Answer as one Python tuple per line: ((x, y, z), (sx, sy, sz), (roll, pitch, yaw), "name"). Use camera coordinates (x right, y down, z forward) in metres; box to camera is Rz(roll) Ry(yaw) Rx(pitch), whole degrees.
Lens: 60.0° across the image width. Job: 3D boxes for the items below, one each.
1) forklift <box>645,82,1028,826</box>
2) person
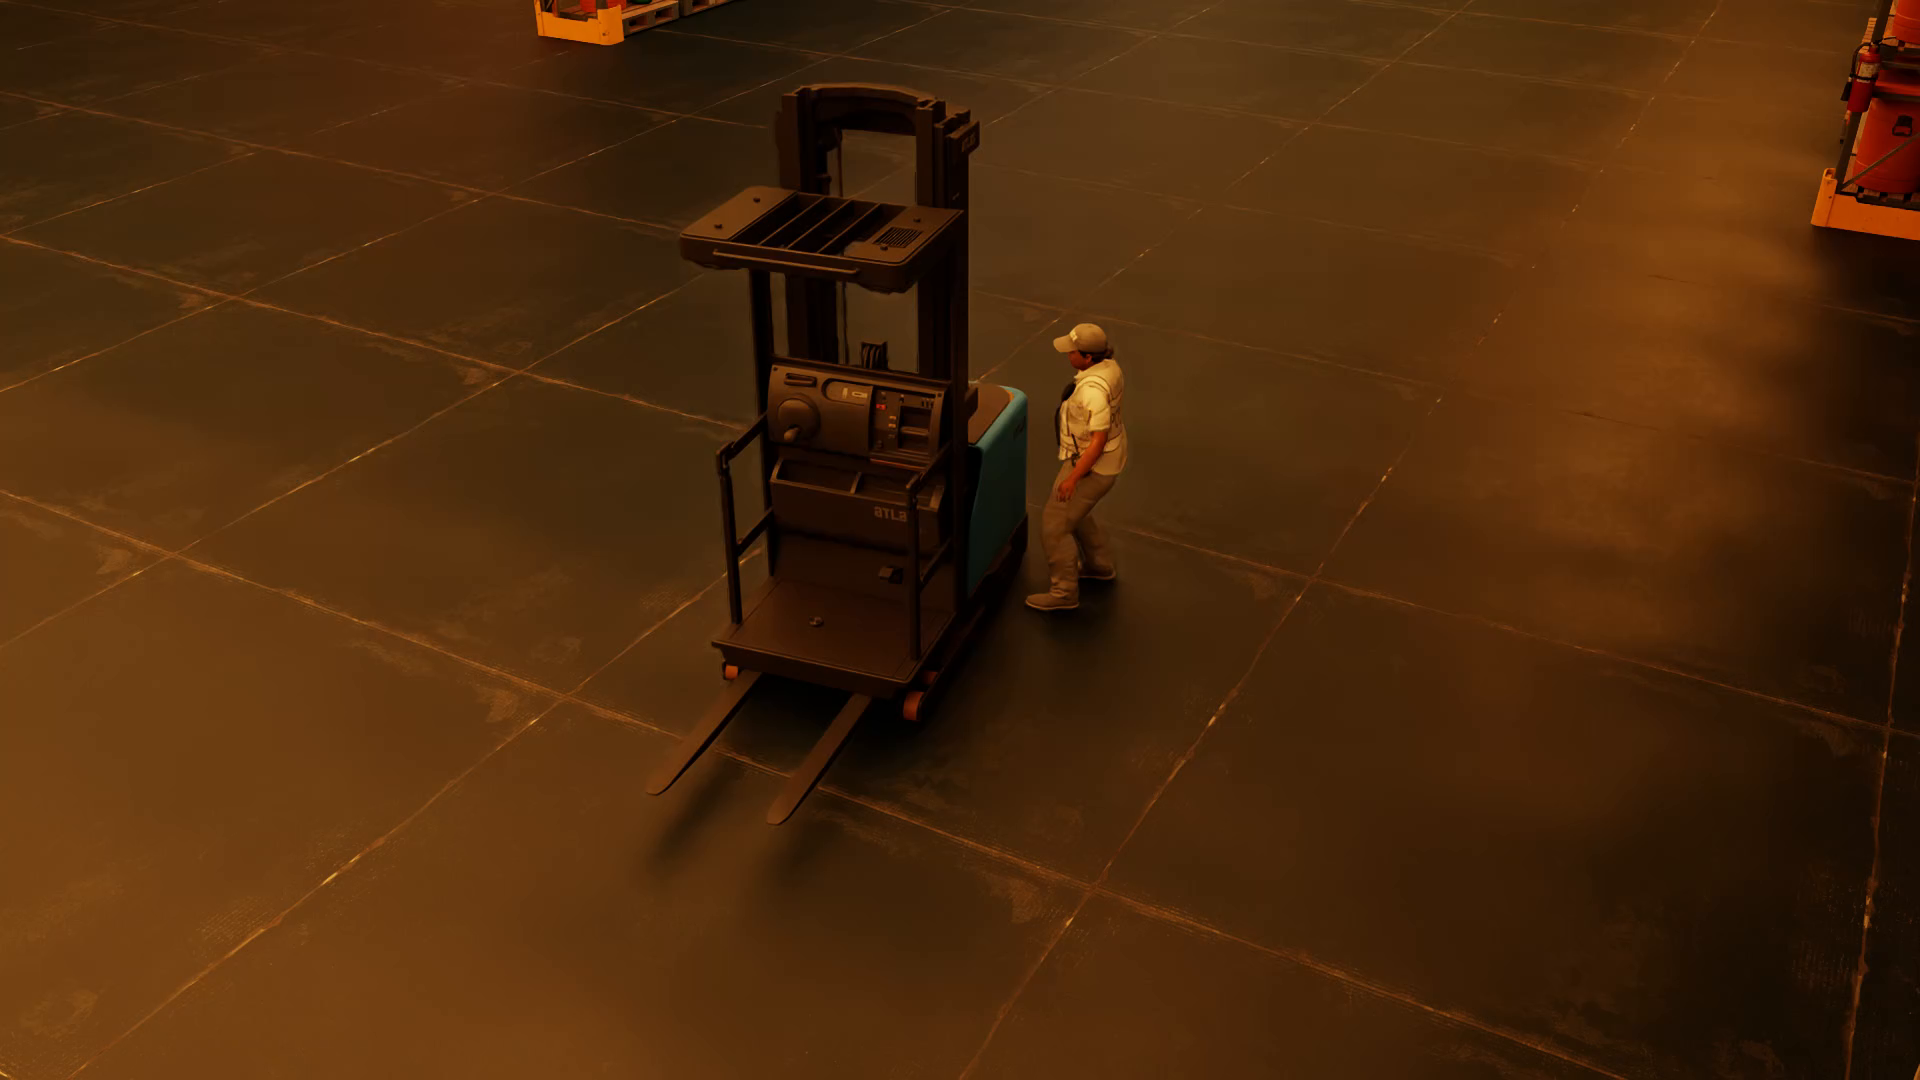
((-0.593, -0.580, 8.075), (1.130, 2.935, 3.031), (11, 32, 18), "forklift")
((0.671, -0.439, 9.142), (0.473, 1.621, 0.763), (8, 31, 13), "person")
